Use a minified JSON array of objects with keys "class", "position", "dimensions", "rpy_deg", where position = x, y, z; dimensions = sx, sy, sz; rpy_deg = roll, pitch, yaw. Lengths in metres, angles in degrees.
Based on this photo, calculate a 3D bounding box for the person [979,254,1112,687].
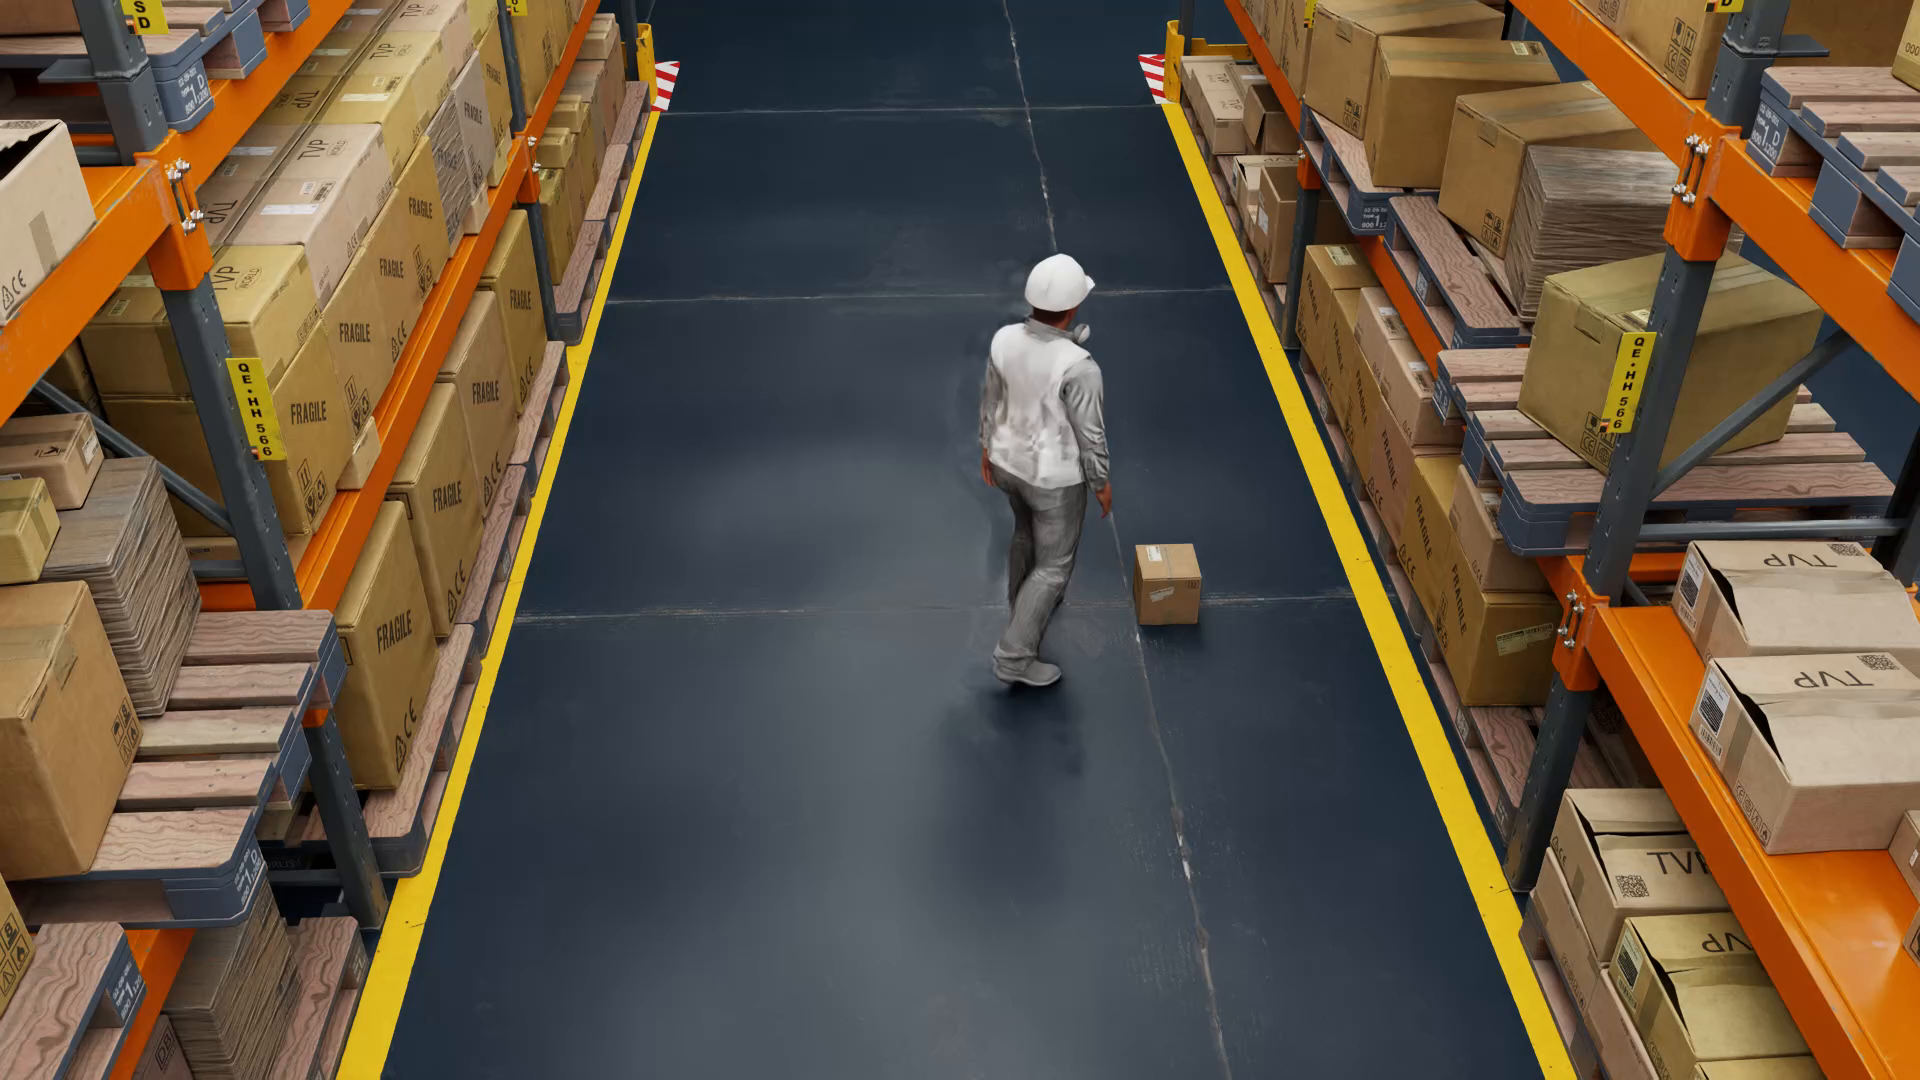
[{"class":"person","position":[0.316,-0.284,6.539],"dimensions":[0.595,1.763,0.718],"rpy_deg":[28,44,34]}]
